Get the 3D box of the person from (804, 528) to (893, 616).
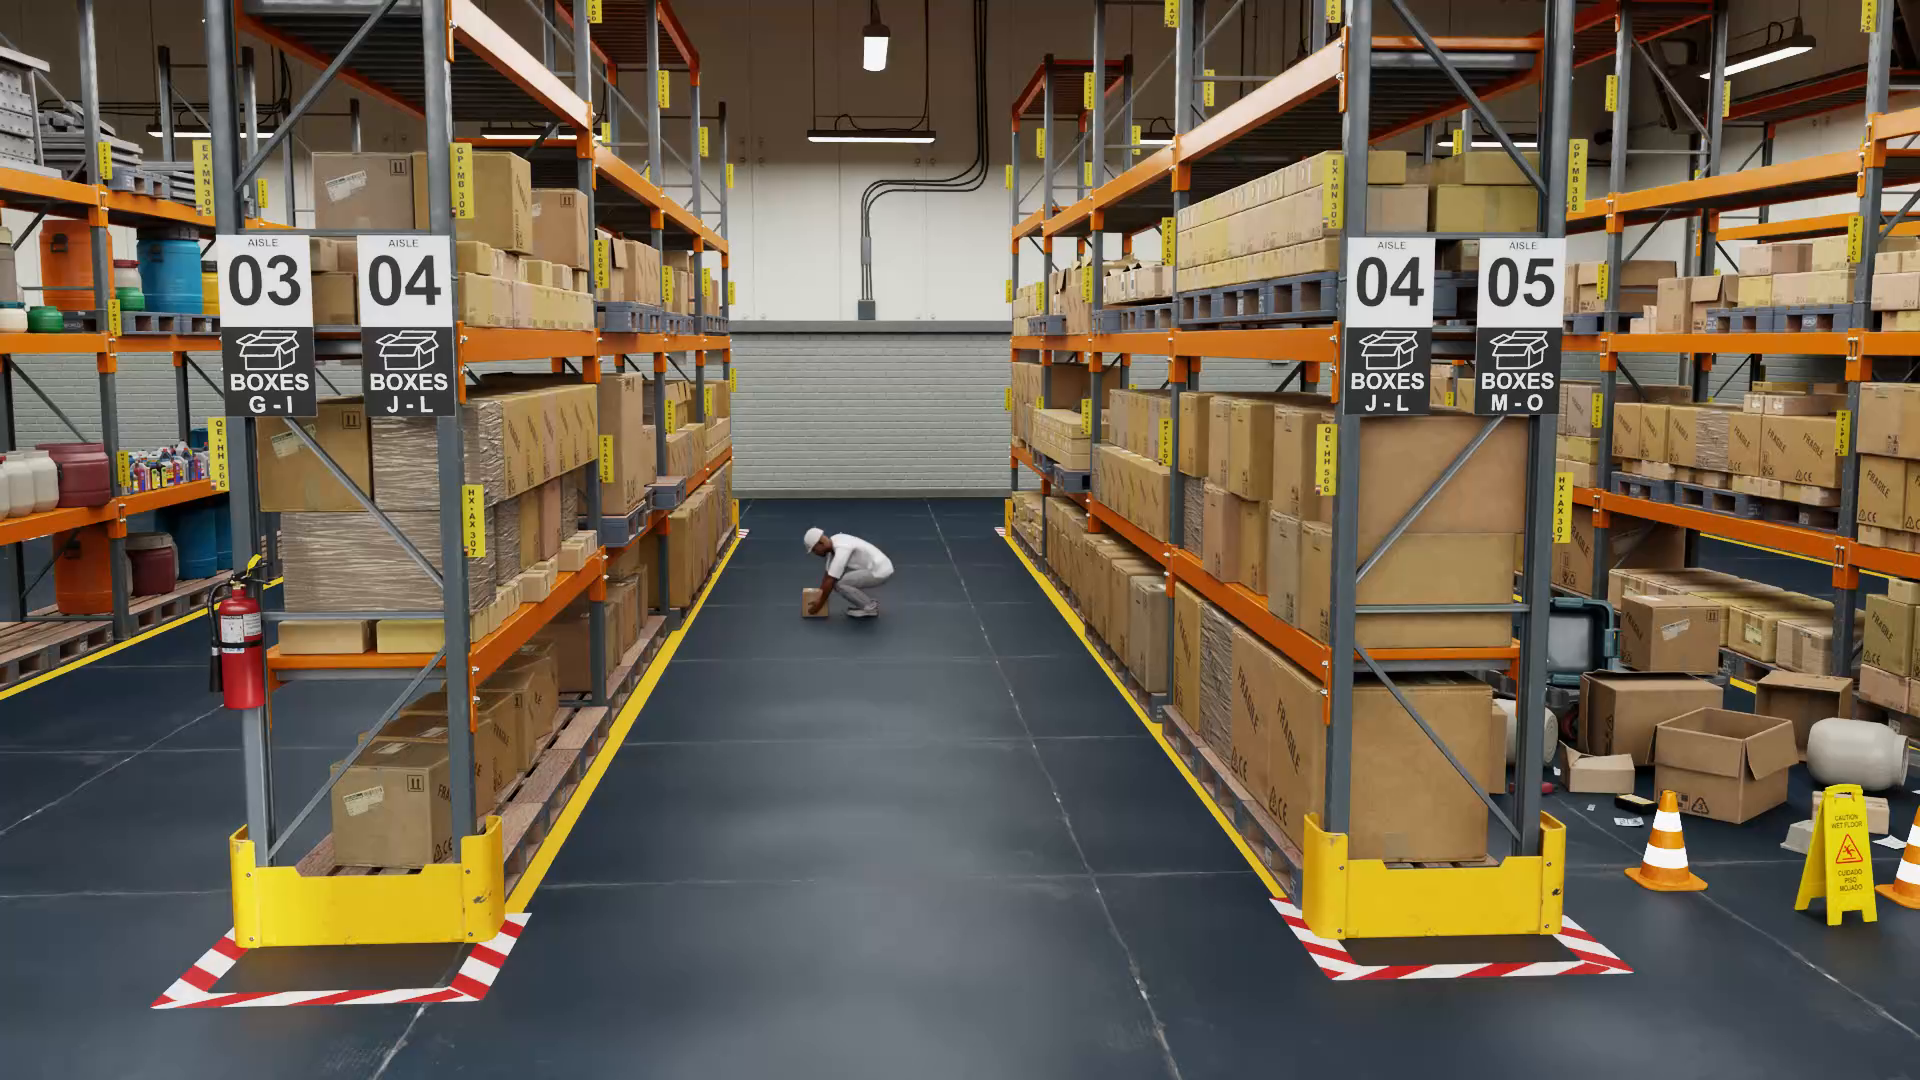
[{"bbox_3d":[-1.117,0.316,16.704,0.896,0.893,0.564,0,7,-4],"label":"person"}]
